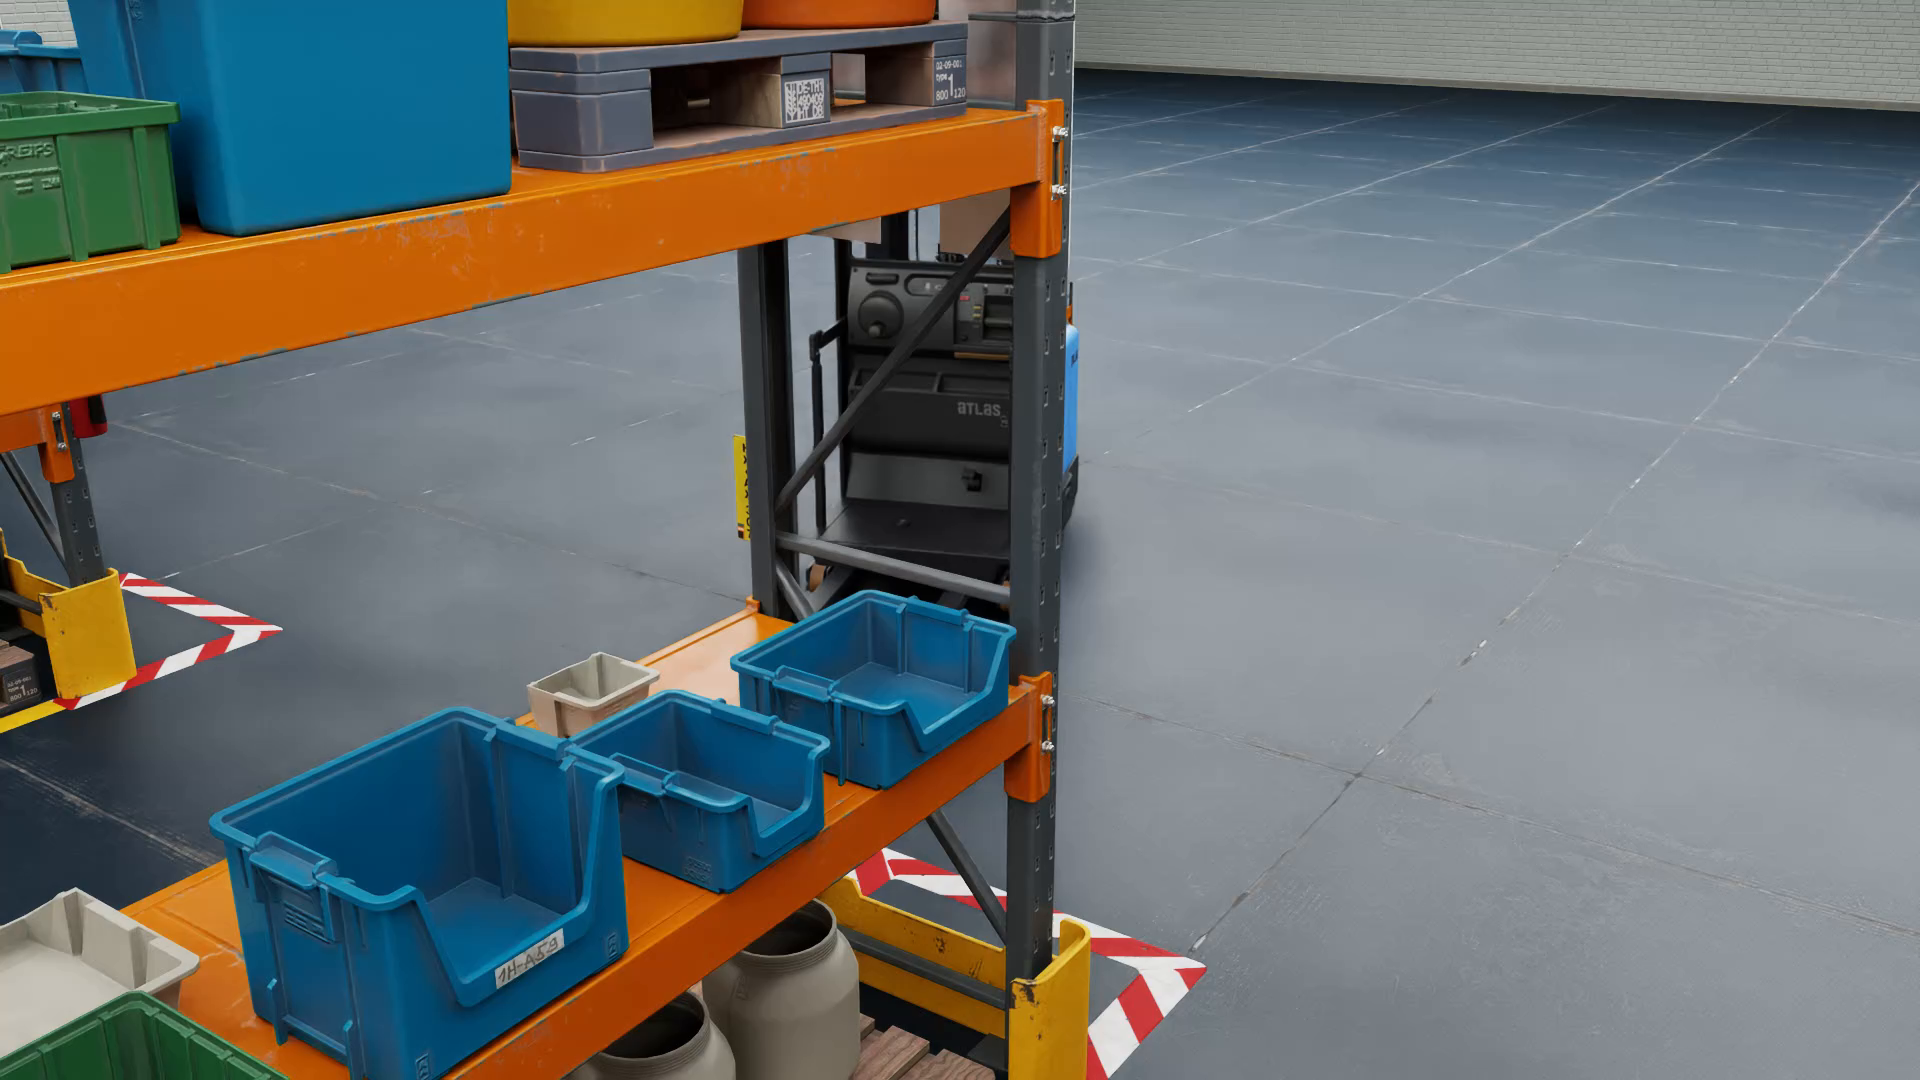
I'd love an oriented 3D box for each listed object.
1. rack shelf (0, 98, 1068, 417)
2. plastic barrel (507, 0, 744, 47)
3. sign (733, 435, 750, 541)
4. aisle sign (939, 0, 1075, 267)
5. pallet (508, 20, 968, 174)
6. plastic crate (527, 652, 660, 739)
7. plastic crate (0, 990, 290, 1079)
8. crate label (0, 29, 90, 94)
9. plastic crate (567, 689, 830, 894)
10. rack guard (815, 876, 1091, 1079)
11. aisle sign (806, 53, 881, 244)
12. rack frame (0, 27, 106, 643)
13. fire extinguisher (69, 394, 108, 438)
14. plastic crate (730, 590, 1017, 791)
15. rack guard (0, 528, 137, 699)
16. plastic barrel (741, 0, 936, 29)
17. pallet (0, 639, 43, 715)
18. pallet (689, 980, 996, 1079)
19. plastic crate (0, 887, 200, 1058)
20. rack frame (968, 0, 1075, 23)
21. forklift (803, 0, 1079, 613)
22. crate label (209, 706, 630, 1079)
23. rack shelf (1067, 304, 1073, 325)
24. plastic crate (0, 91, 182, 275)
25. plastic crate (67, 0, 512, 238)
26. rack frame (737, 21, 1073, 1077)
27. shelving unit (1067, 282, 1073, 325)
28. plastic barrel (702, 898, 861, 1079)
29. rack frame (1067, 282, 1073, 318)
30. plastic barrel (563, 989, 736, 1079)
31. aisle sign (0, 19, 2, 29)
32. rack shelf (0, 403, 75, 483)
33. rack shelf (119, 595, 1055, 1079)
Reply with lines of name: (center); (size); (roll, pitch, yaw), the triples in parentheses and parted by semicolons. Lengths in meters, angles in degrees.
rack shelf: (-1.300, -0.407, 2.755); (1.077, 0.370, 4.000); (13, 24, 32)
plastic barrel: (-0.711, -1.252, 3.124); (0.600, 0.588, 0.600); (0, 20, 0)
sign: (-0.628, -0.150, 4.947); (0.100, 0.325, 0.005); (13, 24, 32)
aisle sign: (0.111, -1.093, 4.150); (0.394, 0.787, 0.004); (13, 24, 32)
pallet: (-0.721, -1.011, 3.624); (1.003, 0.211, 1.213); (13, 24, 32)
plastic crate: (-0.945, 0.406, 4.223); (0.298, 0.136, 0.250); (13, 24, 32)
plastic crate: (-1.427, 1.001, 2.540); (0.450, 0.188, 0.662); (13, 24, 32)
crate label: (-1.501, -0.776, 2.929); (0.502, 0.251, 0.408); (13, 24, 32)
plastic crate: (-0.579, 0.546, 3.681); (0.499, 0.251, 0.408); (13, 24, 32)
rack guard: (-0.179, 1.292, 5.051); (1.175, 0.500, 0.348); (13, 24, 32)
aisle sign: (-0.377, -1.208, 4.461); (0.394, 0.787, 0.004); (13, 24, 32)
rack frame: (-4.272, -0.877, 7.313); (1.000, 3.000, 0.127); (13, 24, 32)
fire extinguisher: (-3.826, -0.784, 7.172); (0.296, 0.674, 0.183); (13, 24, 32)
plastic crate: (-0.209, 0.360, 4.181); (0.499, 0.251, 0.616); (13, 24, 32)
rack guard: (-4.314, 0.317, 7.688); (1.175, 0.500, 0.348); (13, 24, 32)
plastic barrel: (-0.344, -1.552, 3.590); (0.600, 0.830, 0.708); (13, 24, 32)
pallet: (-4.800, 0.679, 7.126); (1.003, 0.211, 1.213); (13, 24, 32)
pallet: (-0.640, 1.660, 4.474); (1.003, 0.211, 1.213); (13, 24, 32)
plastic crate: (-1.721, 0.845, 3.038); (0.530, 0.136, 0.437); (13, 24, 32)
rack frame: (-0.175, -2.725, 3.661); (1.000, 3.000, 0.127); (13, 24, 32)
forklift: (-0.159, -1.154, 8.160); (1.130, 2.935, 3.031); (5, 21, 13)
crate label: (-0.986, 0.653, 3.125); (0.502, 0.435, 0.616); (13, 24, 32)
rack shelf: (0.447, -1.305, 9.929); (0.258, 0.148, 0.480); (12, 24, 30)
plastic crate: (-1.312, -0.471, 2.196); (0.336, 0.188, 0.450); (13, 24, 32)
plastic crate: (-0.998, -0.705, 2.546); (0.392, 0.384, 0.575); (13, 24, 32)
rack frame: (-0.175, 0.089, 4.702); (1.000, 3.000, 0.127); (13, 24, 32)
shelving unit: (0.447, -0.936, 10.066); (0.258, 1.200, 0.503); (12, 24, 30)
plastic barrel: (-0.482, 1.262, 4.510); (0.421, 0.512, 0.421); (0, 20, 0)
rack frame: (0.576, -1.008, 10.260); (0.240, 1.200, 0.015); (12, 24, 30)
plastic barrel: (-0.764, 1.406, 4.121); (0.421, 0.512, 0.421); (0, 20, 0)
aisle sign: (-3.989, -2.056, 6.752); (0.394, 0.787, 0.004); (13, 24, 32)
rack shelf: (-5.396, 0.034, 5.886); (1.077, 0.370, 4.000); (13, 24, 32)
rack shelf: (-1.300, 1.000, 3.275); (1.077, 0.370, 4.000); (13, 24, 32)
